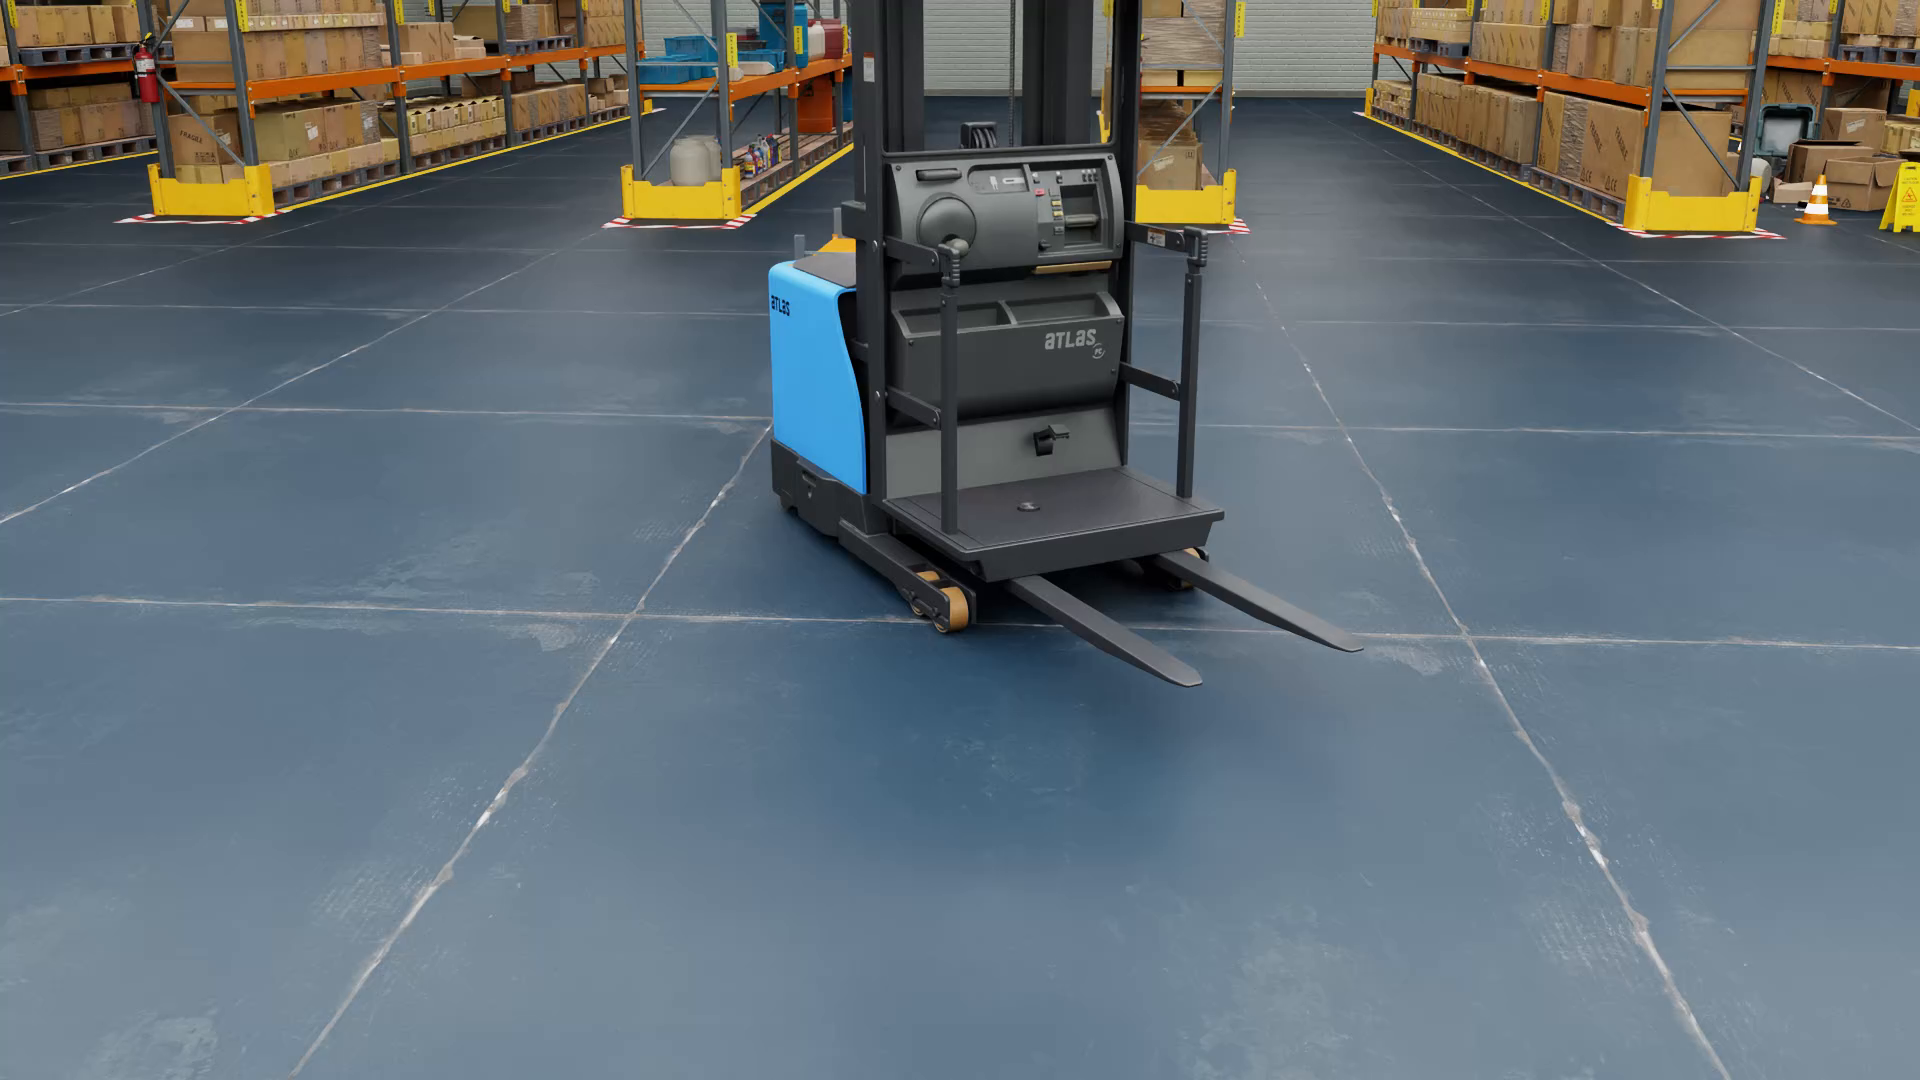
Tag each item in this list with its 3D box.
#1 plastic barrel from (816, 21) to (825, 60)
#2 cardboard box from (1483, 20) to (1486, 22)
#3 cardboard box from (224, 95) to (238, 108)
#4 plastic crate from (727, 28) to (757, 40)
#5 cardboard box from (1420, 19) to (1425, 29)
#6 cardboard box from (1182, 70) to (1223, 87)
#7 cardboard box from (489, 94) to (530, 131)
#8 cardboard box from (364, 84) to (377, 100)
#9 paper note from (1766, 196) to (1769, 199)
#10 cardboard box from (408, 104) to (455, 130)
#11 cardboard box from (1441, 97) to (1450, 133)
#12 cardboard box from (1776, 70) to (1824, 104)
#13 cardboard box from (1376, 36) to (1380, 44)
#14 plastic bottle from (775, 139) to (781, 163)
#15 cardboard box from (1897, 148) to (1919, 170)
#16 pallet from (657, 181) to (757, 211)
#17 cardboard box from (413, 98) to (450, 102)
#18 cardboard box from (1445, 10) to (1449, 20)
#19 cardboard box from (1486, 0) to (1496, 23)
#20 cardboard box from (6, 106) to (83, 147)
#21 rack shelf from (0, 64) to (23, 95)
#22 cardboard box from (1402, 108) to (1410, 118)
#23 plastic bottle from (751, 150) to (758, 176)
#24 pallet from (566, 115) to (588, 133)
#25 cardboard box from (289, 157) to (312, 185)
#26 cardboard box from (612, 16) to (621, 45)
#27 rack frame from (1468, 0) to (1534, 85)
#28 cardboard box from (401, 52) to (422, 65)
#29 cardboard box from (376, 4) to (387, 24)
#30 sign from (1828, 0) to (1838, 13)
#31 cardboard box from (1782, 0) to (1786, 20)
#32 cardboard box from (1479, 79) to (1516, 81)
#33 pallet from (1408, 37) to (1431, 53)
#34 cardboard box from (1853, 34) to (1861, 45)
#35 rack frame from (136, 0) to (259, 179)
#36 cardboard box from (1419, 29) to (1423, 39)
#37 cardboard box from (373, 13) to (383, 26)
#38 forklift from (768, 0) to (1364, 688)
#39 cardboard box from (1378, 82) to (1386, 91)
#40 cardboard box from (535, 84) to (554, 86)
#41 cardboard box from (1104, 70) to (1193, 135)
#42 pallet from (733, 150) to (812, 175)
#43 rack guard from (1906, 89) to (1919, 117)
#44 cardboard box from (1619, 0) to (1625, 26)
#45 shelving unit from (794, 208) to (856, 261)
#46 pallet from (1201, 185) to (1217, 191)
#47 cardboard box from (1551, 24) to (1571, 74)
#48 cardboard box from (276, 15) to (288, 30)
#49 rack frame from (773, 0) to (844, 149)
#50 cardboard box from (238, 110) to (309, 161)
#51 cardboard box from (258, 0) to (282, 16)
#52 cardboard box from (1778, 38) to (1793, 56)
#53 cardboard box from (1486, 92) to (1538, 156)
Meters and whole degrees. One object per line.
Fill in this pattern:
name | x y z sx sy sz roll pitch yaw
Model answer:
plastic barrel | -2.085 -6.928 23.070 0.421 0.512 0.421 0 18 0
cardboard box | 7.961 -7.637 24.664 0.380 0.149 0.250 1 18 4
cardboard box | -11.853 -7.096 26.539 0.750 0.750 0.750 1 18 4
plastic crate | -2.781 -6.145 20.756 0.402 0.464 0.583 1 18 4
cardboard box | 7.403 -8.057 25.946 0.380 0.149 0.250 1 18 2
cardboard box | 2.401 -4.568 16.450 0.380 0.149 0.250 1 18 4
cardboard box | -6.847 -6.467 25.151 0.500 0.500 0.500 2 18 6
cardboard box | -11.518 -8.542 31.514 0.700 0.500 0.500 1 18 4
paper note | 9.097 -3.827 18.566 0.172 0.023 0.155 8 20 23
cardboard box | -7.096 -5.667 22.242 0.500 0.311 0.500 1 18 2
cardboard box | 7.483 -6.330 24.763 0.500 0.500 0.500 2 18 6
cardboard box | 12.801 -6.547 24.824 0.875 0.875 0.875 2 18 5
cardboard box | 7.879 -9.219 30.643 0.380 0.149 0.250 1 18 3
plastic bottle | -2.216 -4.719 20.162 0.061 0.283 0.133 2 18 7
cardboard box | 10.880 -4.136 18.739 0.500 0.500 0.500 17 25 41
pallet | -2.776 -3.666 17.774 1.003 0.211 1.213 1 18 4
cardboard box | -7.524 -6.151 23.719 0.500 0.311 0.500 1 18 3
cardboard box | 7.273 -7.631 24.169 0.380 0.149 0.250 2 18 6
cardboard box | 7.614 -7.330 22.710 0.700 0.500 0.500 1 18 4
cardboard box | -12.369 -5.590 22.473 0.700 0.500 0.500 1 18 3
rack shelf | -12.536 -5.215 19.177 1.077 0.370 4.000 1 18 4
cardboard box | 7.631 -7.163 27.871 0.380 0.149 0.250 2 18 5
plastic bottle | -2.322 -4.259 18.759 0.061 0.283 0.133 2 18 5
pallet | -6.898 -6.975 27.870 1.003 0.211 1.213 1 18 4
cardboard box | -7.446 -4.036 18.166 0.500 0.250 0.500 1 18 4
cardboard box | -6.463 -9.226 30.100 0.500 0.500 0.500 1 18 3
rack frame | 7.656 -6.947 23.306 1.000 3.000 0.127 1 18 4
cardboard box | -7.184 -6.220 21.492 0.380 0.149 0.250 1 18 4
cardboard box | -11.559 -9.889 31.804 0.980 0.700 0.700 2 18 6
sign | 12.047 -7.429 22.919 0.100 0.325 0.005 1 18 4
cardboard box | 12.491 -8.027 24.838 0.500 0.500 0.500 1 18 3
cardboard box | 7.983 -6.681 24.631 0.500 0.250 0.500 1 18 3
pallet | 7.743 -7.864 26.413 1.003 0.211 1.213 1 18 4
cardboard box | 12.338 -6.764 22.477 0.380 0.149 0.250 0 18 1
rack frame | -7.738 -4.826 16.835 1.000 3.000 0.127 1 18 4
cardboard box | 7.401 -7.915 25.991 0.380 0.149 0.250 1 18 4
cardboard box | -7.257 -6.335 20.238 0.380 0.149 0.250 1 18 4
forklift | 0.283 -1.219 5.935 1.130 2.935 3.031 -9 20 -25
cardboard box | 7.807 -8.240 30.202 0.380 0.149 0.250 1 18 4
cardboard box | -7.155 -7.430 28.088 0.500 0.500 0.500 0 18 1
cardboard box | 2.786 -6.493 24.658 1.225 0.875 0.875 0 18 1
pallet | -2.493 -4.877 21.467 1.003 0.211 1.213 1 18 4
rack guard | 18.120 -8.031 30.630 1.175 0.500 0.348 1 18 4
cardboard box | 7.271 -5.505 16.930 0.875 0.550 0.550 1 18 4
shelving unit | -0.445 -0.992 8.143 0.538 1.125 1.048 2 18 6
pallet | 2.242 -3.554 17.431 1.003 0.211 1.213 1 18 4
cardboard box | 7.355 -5.661 19.141 0.875 0.550 0.550 1 18 4
cardboard box | -7.439 -5.537 17.802 0.380 0.149 0.250 1 18 3
rack frame | -2.224 -7.199 24.077 1.000 3.000 0.127 1 18 4
cardboard box | -7.444 -4.393 18.049 0.500 0.500 0.500 1 18 4
cardboard box | -7.656 -5.815 17.608 0.700 0.500 0.500 1 18 2
cardboard box | 12.451 -7.274 24.546 0.500 0.250 0.500 1 18 3
cardboard box | 7.397 -5.329 21.308 1.050 0.750 0.750 1 18 4
